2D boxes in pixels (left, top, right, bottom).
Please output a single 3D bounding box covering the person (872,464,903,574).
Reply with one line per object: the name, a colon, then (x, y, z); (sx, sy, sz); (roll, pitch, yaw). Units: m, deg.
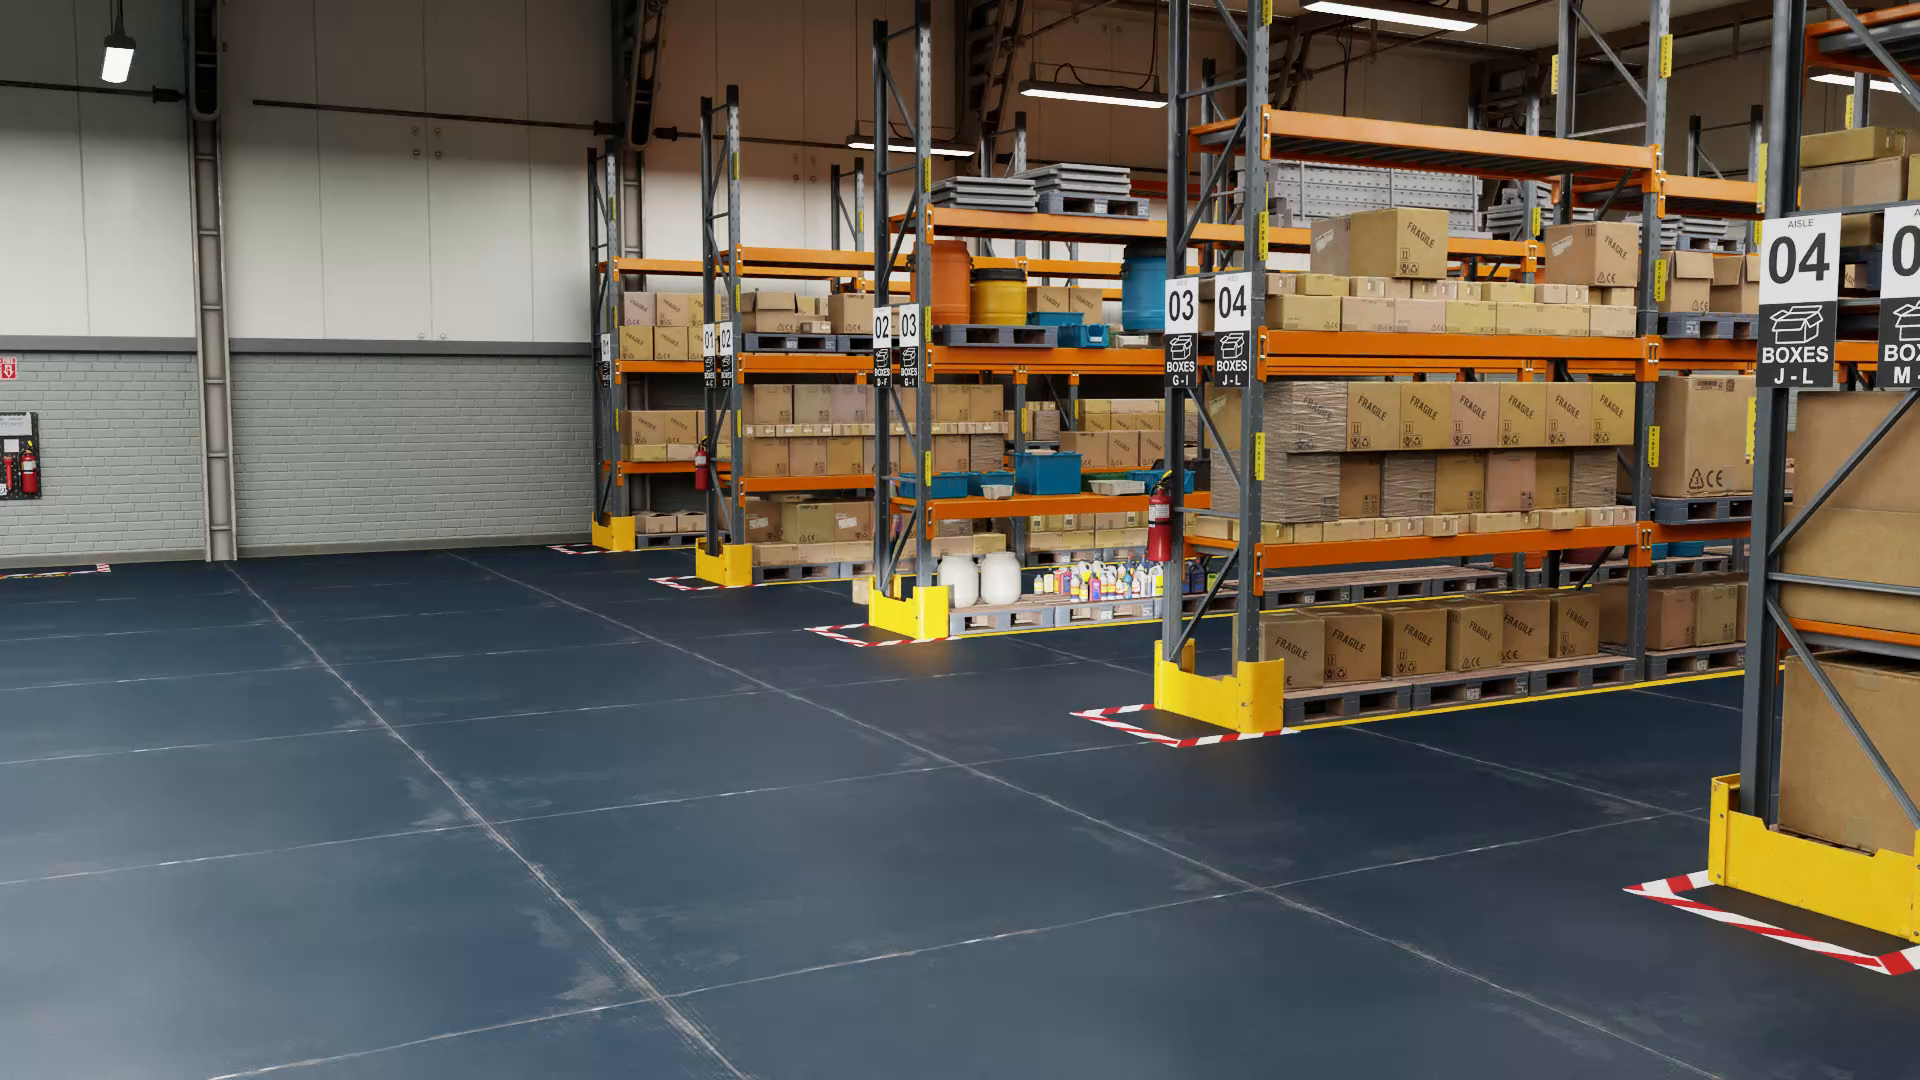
person: (-0.837, -0.101, 18.750); (0.347, 1.592, 0.472); (-3, 6, -31)
